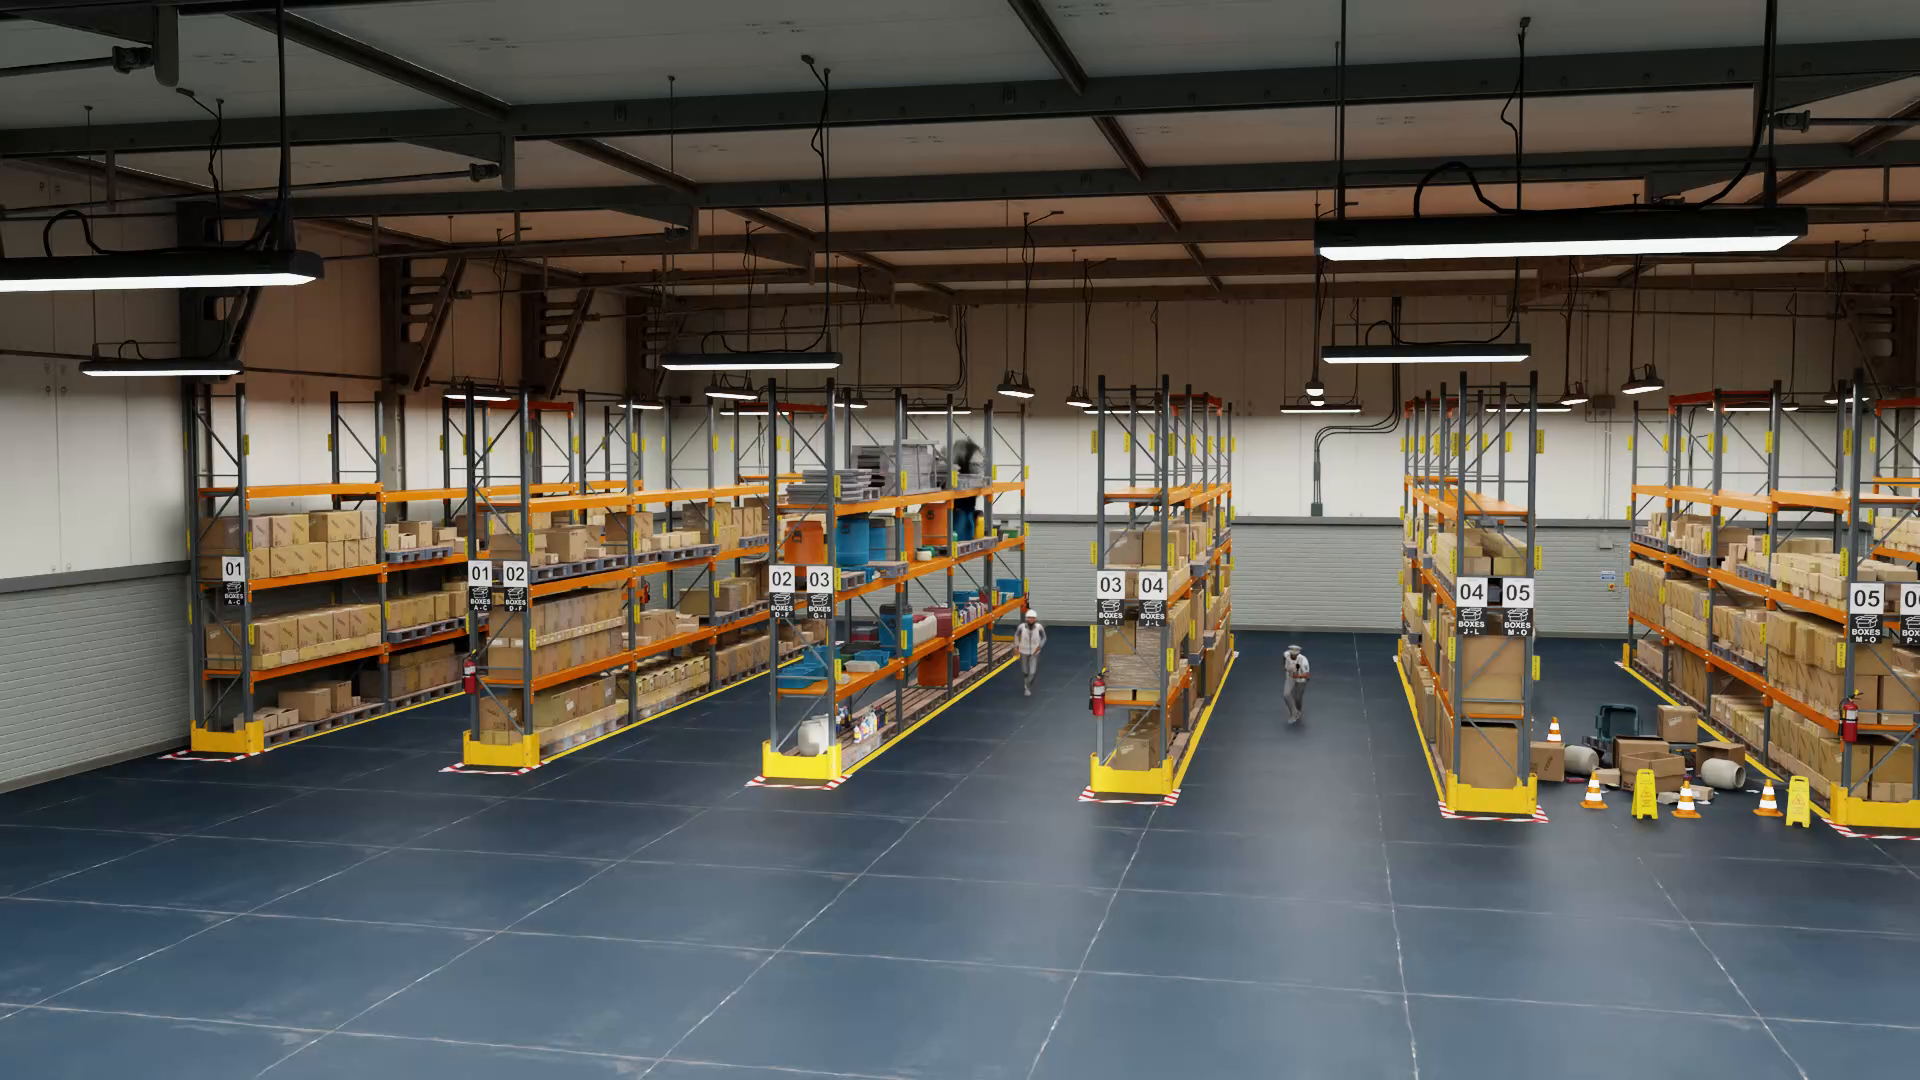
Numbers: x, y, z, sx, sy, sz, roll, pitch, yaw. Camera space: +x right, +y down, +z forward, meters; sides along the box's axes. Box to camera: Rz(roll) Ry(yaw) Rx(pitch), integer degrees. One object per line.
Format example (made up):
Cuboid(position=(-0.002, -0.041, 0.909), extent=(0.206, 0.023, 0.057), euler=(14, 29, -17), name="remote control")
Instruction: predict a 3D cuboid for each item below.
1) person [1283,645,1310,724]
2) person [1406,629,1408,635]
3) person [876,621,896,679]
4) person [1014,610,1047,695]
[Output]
Cuboid(position=(6.102, 2.584, 30.082), extent=(0.572, 1.446, 1.107), euler=(1, 4, 24), name="person")
Cuboid(position=(11.096, 1.858, 40.215), extent=(0.847, 1.779, 0.743), euler=(-1, 3, -14), name="person")
Cuboid(position=(-1.509, 2.217, 35.570), extent=(0.604, 1.505, 0.810), euler=(0, 3, -5), name="person")
Cuboid(position=(1.409, 2.248, 33.343), extent=(0.642, 1.712, 0.663), euler=(0, 3, -3), name="person")
